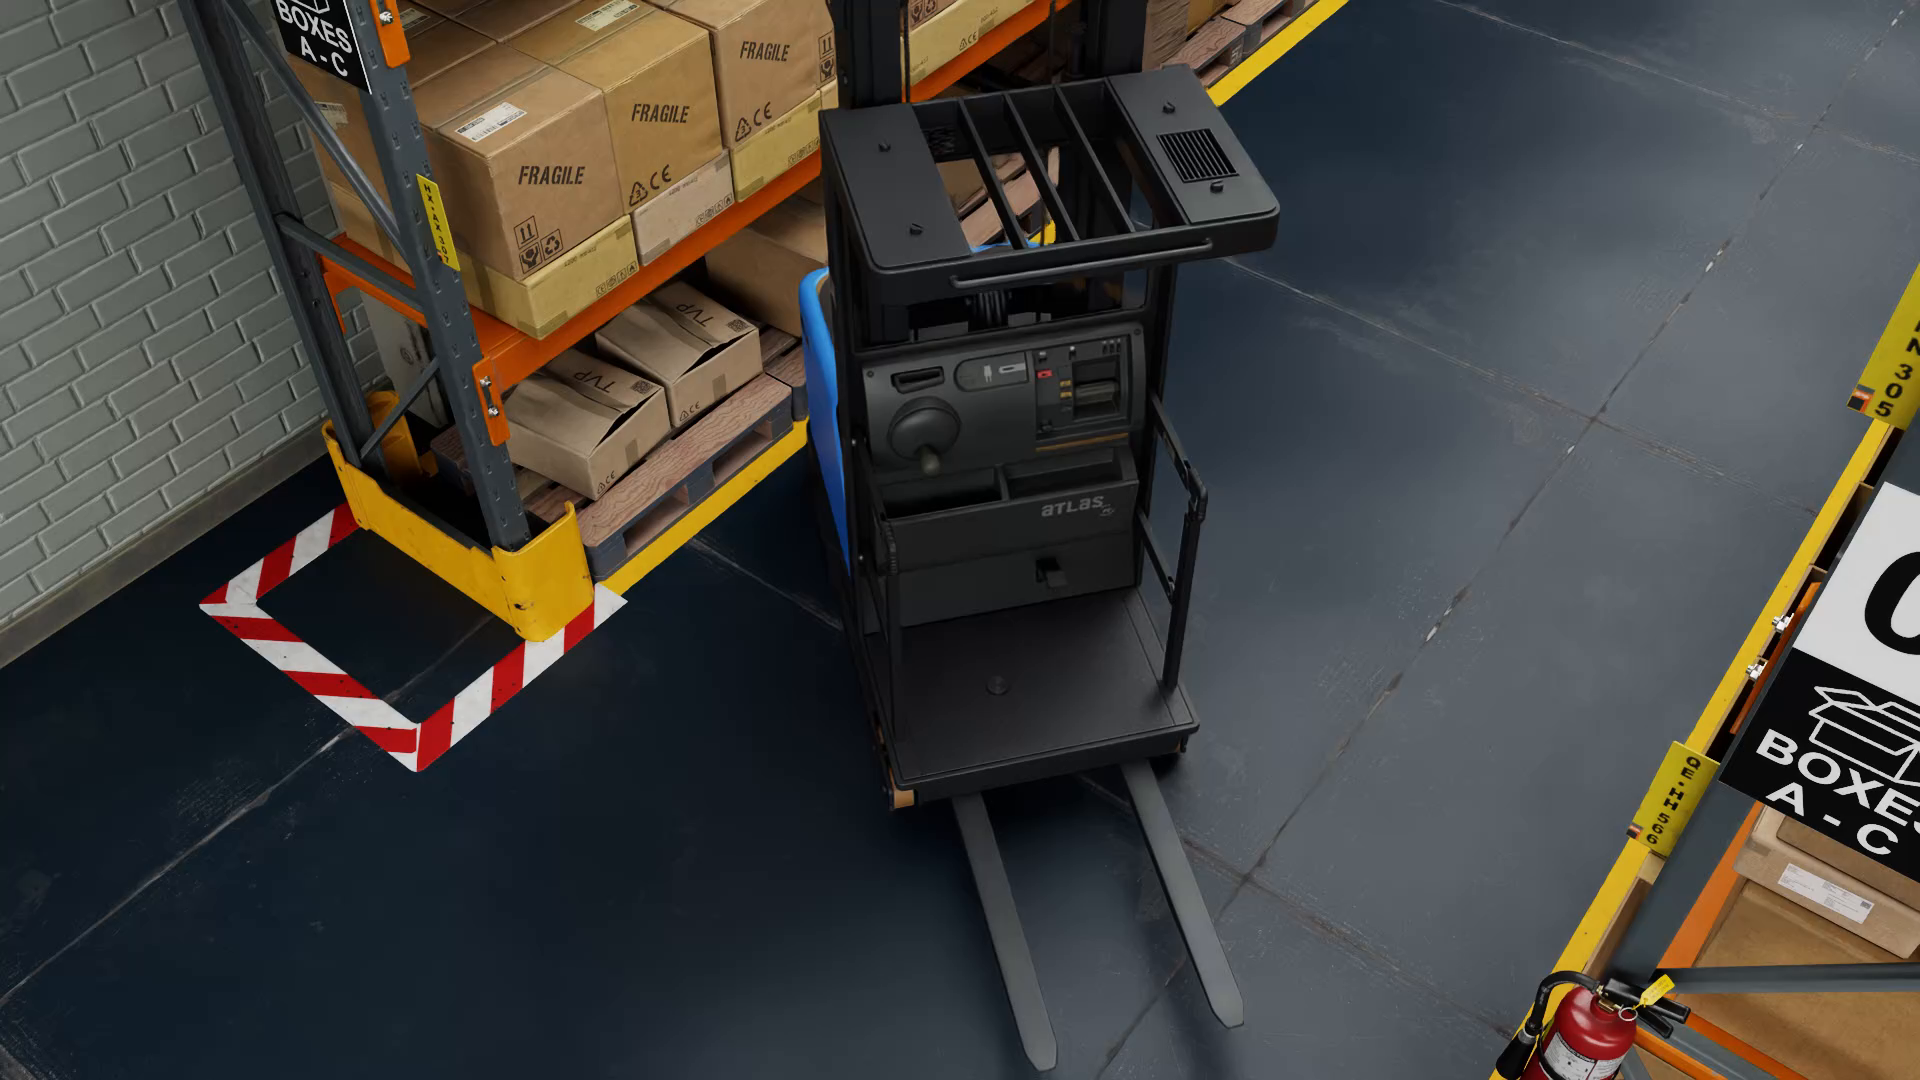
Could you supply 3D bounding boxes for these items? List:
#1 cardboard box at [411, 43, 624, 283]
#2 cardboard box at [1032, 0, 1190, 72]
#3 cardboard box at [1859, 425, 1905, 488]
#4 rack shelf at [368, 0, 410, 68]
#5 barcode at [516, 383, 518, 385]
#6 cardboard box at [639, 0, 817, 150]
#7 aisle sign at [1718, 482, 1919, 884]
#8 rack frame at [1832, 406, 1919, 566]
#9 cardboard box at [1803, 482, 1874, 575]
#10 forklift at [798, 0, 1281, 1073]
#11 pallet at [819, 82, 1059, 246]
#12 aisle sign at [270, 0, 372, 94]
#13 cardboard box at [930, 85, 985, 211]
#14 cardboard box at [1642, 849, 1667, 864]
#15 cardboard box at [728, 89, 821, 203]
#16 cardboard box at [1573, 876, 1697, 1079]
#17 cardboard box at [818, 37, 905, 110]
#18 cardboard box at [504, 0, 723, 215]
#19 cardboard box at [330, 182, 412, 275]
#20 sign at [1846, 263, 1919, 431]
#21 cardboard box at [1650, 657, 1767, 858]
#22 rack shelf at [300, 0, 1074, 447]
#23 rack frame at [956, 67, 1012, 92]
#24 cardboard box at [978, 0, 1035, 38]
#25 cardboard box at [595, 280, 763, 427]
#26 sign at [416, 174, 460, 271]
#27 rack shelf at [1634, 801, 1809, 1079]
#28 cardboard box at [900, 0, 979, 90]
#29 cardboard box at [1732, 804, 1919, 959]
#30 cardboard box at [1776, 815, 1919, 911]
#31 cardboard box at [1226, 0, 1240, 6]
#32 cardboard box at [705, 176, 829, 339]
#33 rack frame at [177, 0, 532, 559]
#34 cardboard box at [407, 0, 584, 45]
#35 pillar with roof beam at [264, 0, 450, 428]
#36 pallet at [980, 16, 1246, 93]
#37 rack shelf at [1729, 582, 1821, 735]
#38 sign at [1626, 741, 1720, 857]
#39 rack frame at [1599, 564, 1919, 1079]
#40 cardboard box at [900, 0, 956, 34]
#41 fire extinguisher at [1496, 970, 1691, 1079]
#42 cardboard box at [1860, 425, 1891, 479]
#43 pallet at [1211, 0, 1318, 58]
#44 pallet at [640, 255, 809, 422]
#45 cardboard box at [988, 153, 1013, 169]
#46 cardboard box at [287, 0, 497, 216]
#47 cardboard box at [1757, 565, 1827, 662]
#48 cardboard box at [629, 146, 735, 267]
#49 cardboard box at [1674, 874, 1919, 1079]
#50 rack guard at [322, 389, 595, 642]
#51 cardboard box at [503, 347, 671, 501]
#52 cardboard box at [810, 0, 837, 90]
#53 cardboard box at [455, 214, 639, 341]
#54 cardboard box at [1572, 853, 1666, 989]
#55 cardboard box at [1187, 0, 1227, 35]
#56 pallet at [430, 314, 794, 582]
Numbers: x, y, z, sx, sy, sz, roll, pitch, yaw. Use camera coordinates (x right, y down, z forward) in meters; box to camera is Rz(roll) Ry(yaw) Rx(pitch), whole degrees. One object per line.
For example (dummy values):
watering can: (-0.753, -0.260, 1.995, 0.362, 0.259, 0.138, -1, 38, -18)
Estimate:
cardboard box: (-1.527, -1.283, 5.637, 0.500, 0.500, 0.500, 29, 53, 25)
cardboard box: (0.825, -2.934, 9.068, 0.700, 0.500, 0.500, 31, 54, 26)
cardboard box: (3.480, -0.067, 5.997, 0.500, 0.500, 0.500, 29, 53, 25)
rack shelf: (-0.834, -2.860, 5.996, 1.077, 0.370, 4.000, 29, 53, 25)
barcode: (-1.868, -0.698, 7.056, 0.001, 0.075, 0.075, 29, 53, 25)
cardboard box: (-0.897, -1.854, 6.183, 0.500, 0.500, 0.500, 28, 52, 24)
aisle sign: (1.592, 0.269, 2.785, 0.394, 0.787, 0.004, 29, 53, 25)
rack frame: (1.865, -0.813, 1.468, 1.000, 3.000, 0.127, 29, 53, 25)
cardboard box: (3.168, 0.216, 5.727, 0.500, 0.500, 0.500, 29, 53, 25)
forklift: (0.204, -0.360, 5.231, 1.130, 2.935, 3.031, -10, 47, -9)
pallet: (0.006, -1.854, 8.540, 1.003, 0.211, 1.213, 29, 53, 25)
aisle sign: (-1.864, -1.653, 4.621, 0.394, 0.787, 0.004, 29, 53, 25)
cardboard box: (-0.215, -1.894, 8.074, 0.500, 0.500, 0.500, 25, 51, 22)
cardboard box: (2.560, 1.048, 5.450, 0.500, 0.250, 0.500, 29, 53, 25)
cardboard box: (-0.885, -1.615, 6.473, 0.500, 0.250, 0.500, 28, 53, 24)
cardboard box: (1.957, 1.367, 4.627, 0.500, 0.500, 0.500, 29, 53, 25)
cardboard box: (-0.574, -1.903, 6.748, 0.500, 0.250, 0.500, 30, 53, 25)
cardboard box: (-1.217, -1.561, 5.903, 0.500, 0.500, 0.500, 29, 53, 25)
cardboard box: (-1.925, -1.237, 6.111, 0.500, 0.250, 0.500, 30, 53, 25)
sign: (1.444, -0.303, 2.498, 0.100, 0.325, 0.005, 29, 53, 25)
cardboard box: (2.557, 0.788, 5.180, 0.500, 0.500, 0.500, 29, 53, 25)
rack shelf: (-0.834, -1.824, 7.080, 1.077, 0.370, 4.000, 29, 53, 25)
rack frame: (0.388, -3.217, 7.914, 1.000, 3.000, 0.127, 29, 53, 25)
cardboard box: (0.027, -2.486, 7.305, 0.500, 0.250, 0.500, 29, 53, 25)
cardboard box: (-1.214, -0.834, 7.192, 0.500, 0.311, 0.500, 34, 55, 28)
sign: (-1.628, -0.988, 5.185, 0.100, 0.325, 0.005, 29, 53, 25)
rack shelf: (3.088, 0.364, 4.990, 1.077, 0.370, 4.000, 29, 53, 25)
cardboard box: (-0.268, -2.191, 7.023, 0.500, 0.250, 0.500, 29, 53, 25)
cardboard box: (1.948, 0.698, 3.656, 0.380, 0.149, 0.250, 28, 53, 24)
cardboard box: (2.193, 0.485, 3.411, 0.700, 0.500, 0.500, 29, 53, 25)
cardboard box: (1.445, -3.526, 9.633, 0.700, 0.500, 0.500, 30, 53, 25)
cardboard box: (-0.726, -1.297, 7.504, 0.700, 0.500, 0.500, 26, 52, 23)
rack frame: (-2.057, -0.928, 5.727, 1.000, 3.000, 0.127, 29, 53, 25)
cardboard box: (-1.622, -1.790, 6.121, 0.500, 0.500, 0.500, 30, 53, 25)
pillar with roof beam: (1.093, -1.880, 2.488, 9.100, 9.000, 0.400, 29, 53, 25)
pallet: (0.863, -2.700, 9.348, 1.003, 0.211, 1.213, 29, 53, 25)
rack shelf: (3.088, -0.673, 3.906, 1.077, 0.370, 4.000, 29, 53, 25)
sign: (1.444, 0.530, 3.370, 0.100, 0.325, 0.005, 29, 53, 25)
rack frame: (1.865, 1.260, 3.637, 1.000, 3.000, 0.127, 29, 53, 25)
cardboard box: (-0.273, -2.453, 6.754, 0.500, 0.500, 0.500, 28, 52, 24)
fire extinguisher: (1.425, 1.149, 3.797, 0.296, 0.674, 0.183, 29, 53, 25)
cardboard box: (3.779, -0.357, 6.274, 0.500, 0.500, 0.500, 29, 53, 25)
pallet: (1.609, -3.401, 10.018, 1.003, 0.211, 1.213, 29, 53, 25)
pallet: (-0.740, -1.153, 7.870, 1.003, 0.211, 1.213, 29, 53, 25)
cardboard box: (0.085, -2.071, 8.474, 0.380, 0.166, 0.250, 23, 50, 20)
cardboard box: (-1.937, -1.506, 5.850, 0.500, 0.500, 0.500, 29, 53, 25)
cardboard box: (2.864, 0.503, 5.453, 0.500, 0.500, 0.500, 29, 53, 25)
cardboard box: (-1.201, -1.326, 6.197, 0.500, 0.250, 0.500, 28, 52, 24)
cardboard box: (2.161, 0.964, 3.851, 0.700, 0.500, 0.500, 29, 53, 25)
rack guard: (-2.011, -0.108, 6.673, 1.175, 0.500, 0.348, 29, 53, 25)
cardboard box: (-1.563, -0.508, 6.880, 0.500, 0.311, 0.500, 24, 51, 21)
cardboard box: (-0.590, -2.155, 6.470, 0.500, 0.500, 0.500, 31, 54, 26)
cardboard box: (-1.508, -1.022, 5.907, 0.500, 0.250, 0.500, 28, 52, 24)
cardboard box: (2.255, 1.335, 5.176, 0.500, 0.250, 0.500, 29, 53, 25)
cardboard box: (1.101, -3.252, 9.371, 0.700, 0.500, 0.500, 28, 52, 24)
pallet: (-1.486, -0.458, 7.206, 1.003, 0.211, 1.213, 29, 53, 25)
